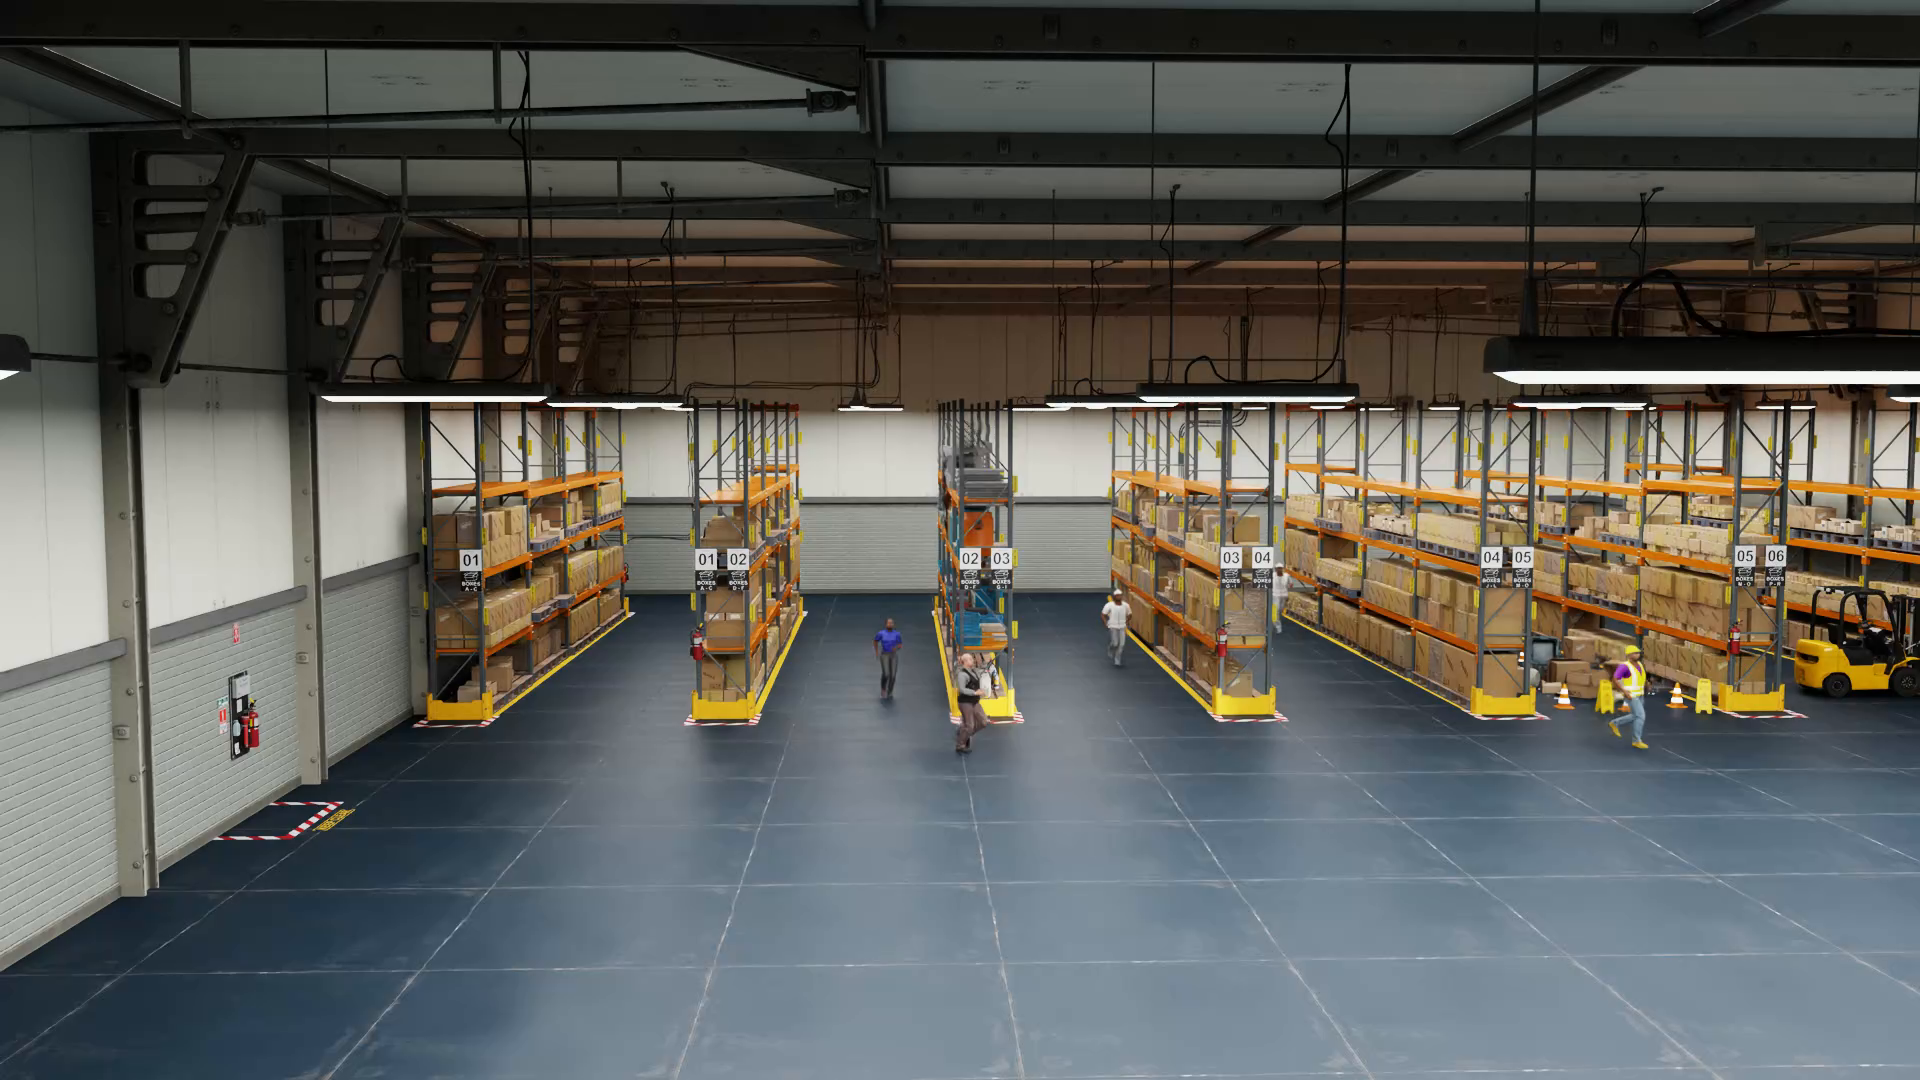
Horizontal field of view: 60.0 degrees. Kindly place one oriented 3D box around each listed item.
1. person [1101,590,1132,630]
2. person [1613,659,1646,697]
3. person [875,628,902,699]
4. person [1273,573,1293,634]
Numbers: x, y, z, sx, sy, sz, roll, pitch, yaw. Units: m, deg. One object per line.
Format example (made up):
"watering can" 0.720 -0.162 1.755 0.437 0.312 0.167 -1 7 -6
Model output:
"person" 3.601 1.596 37.812 0.701 0.917 0.479 -1 4 -7
"person" 11.578 2.377 28.650 0.668 0.638 0.388 -4 6 -39
"person" -1.417 2.471 33.311 0.519 1.421 0.586 -1 4 -13
"person" 8.433 1.642 43.766 0.625 1.562 0.877 0 4 -2
